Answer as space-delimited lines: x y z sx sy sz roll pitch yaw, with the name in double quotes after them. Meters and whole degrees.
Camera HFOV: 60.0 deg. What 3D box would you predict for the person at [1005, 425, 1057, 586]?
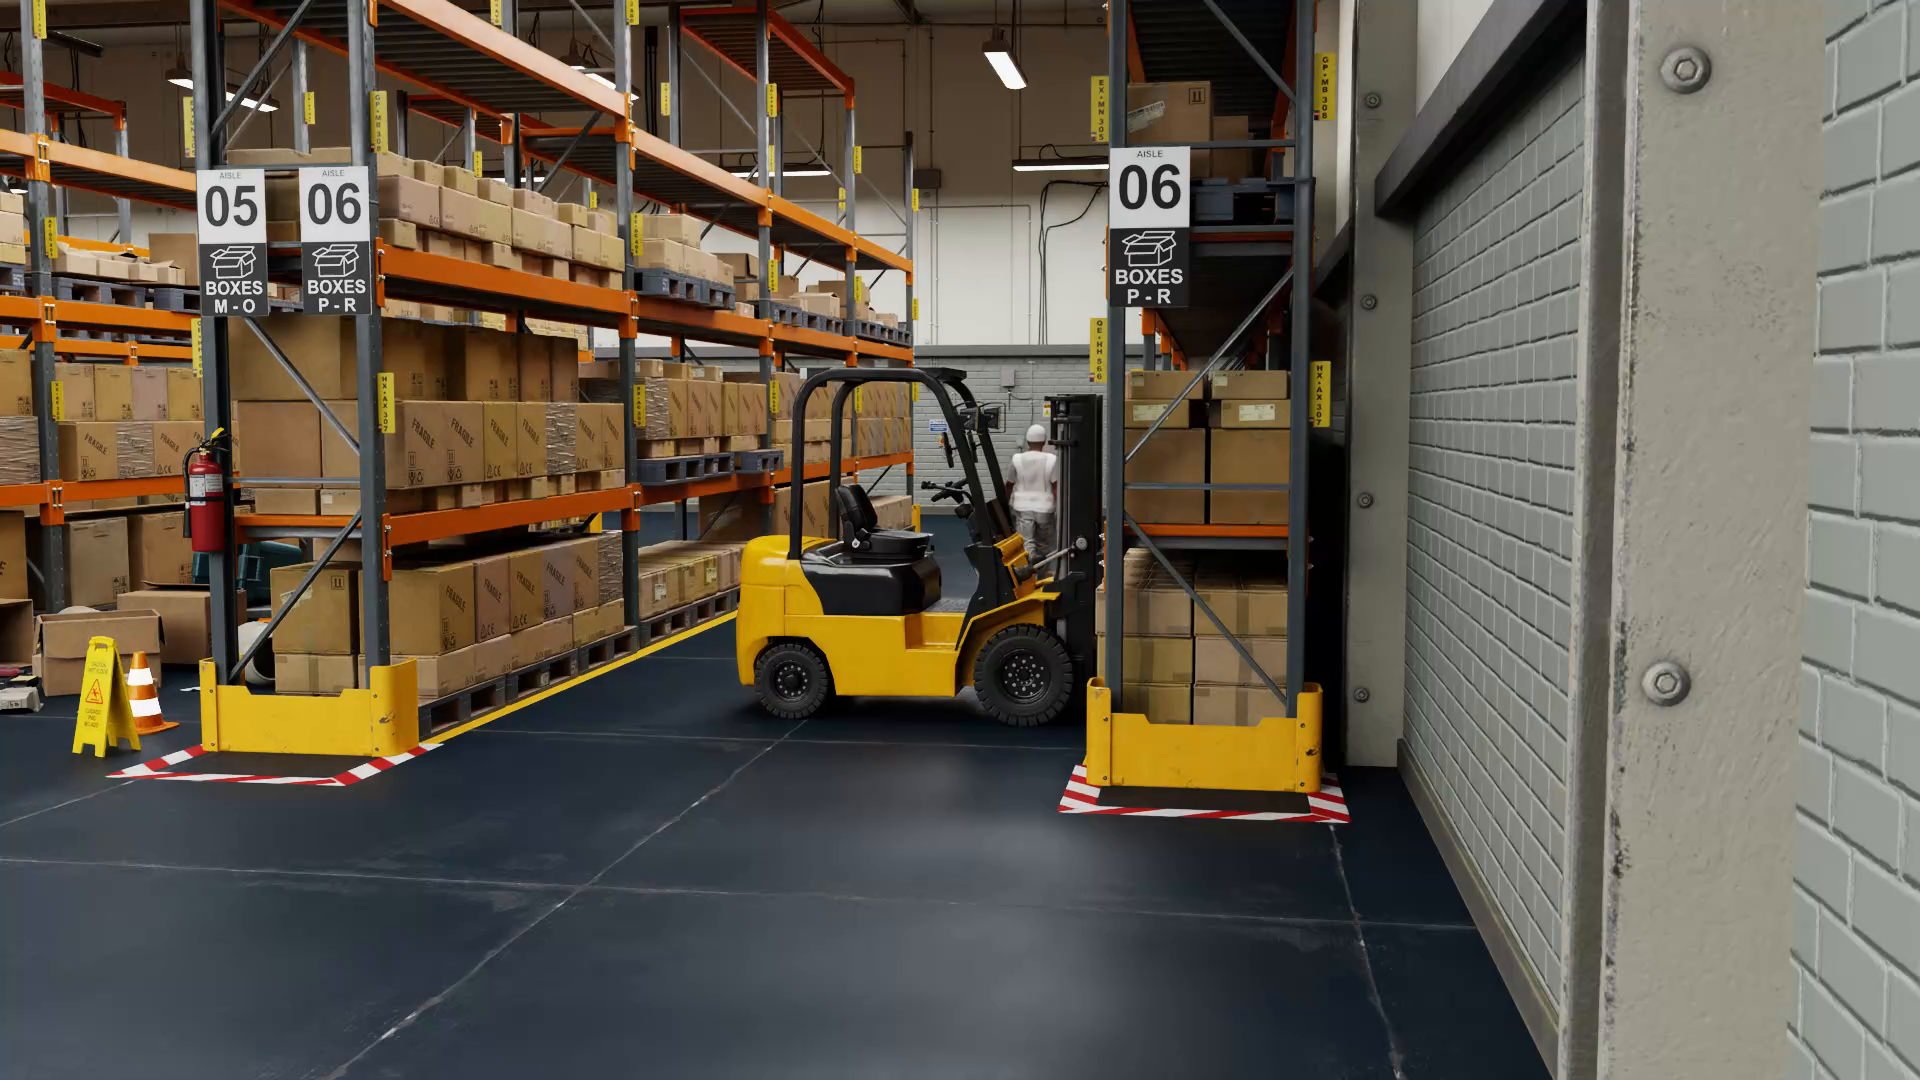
0.735 -0.312 17.009 0.589 1.734 1.061 0 4 -2 "person"
